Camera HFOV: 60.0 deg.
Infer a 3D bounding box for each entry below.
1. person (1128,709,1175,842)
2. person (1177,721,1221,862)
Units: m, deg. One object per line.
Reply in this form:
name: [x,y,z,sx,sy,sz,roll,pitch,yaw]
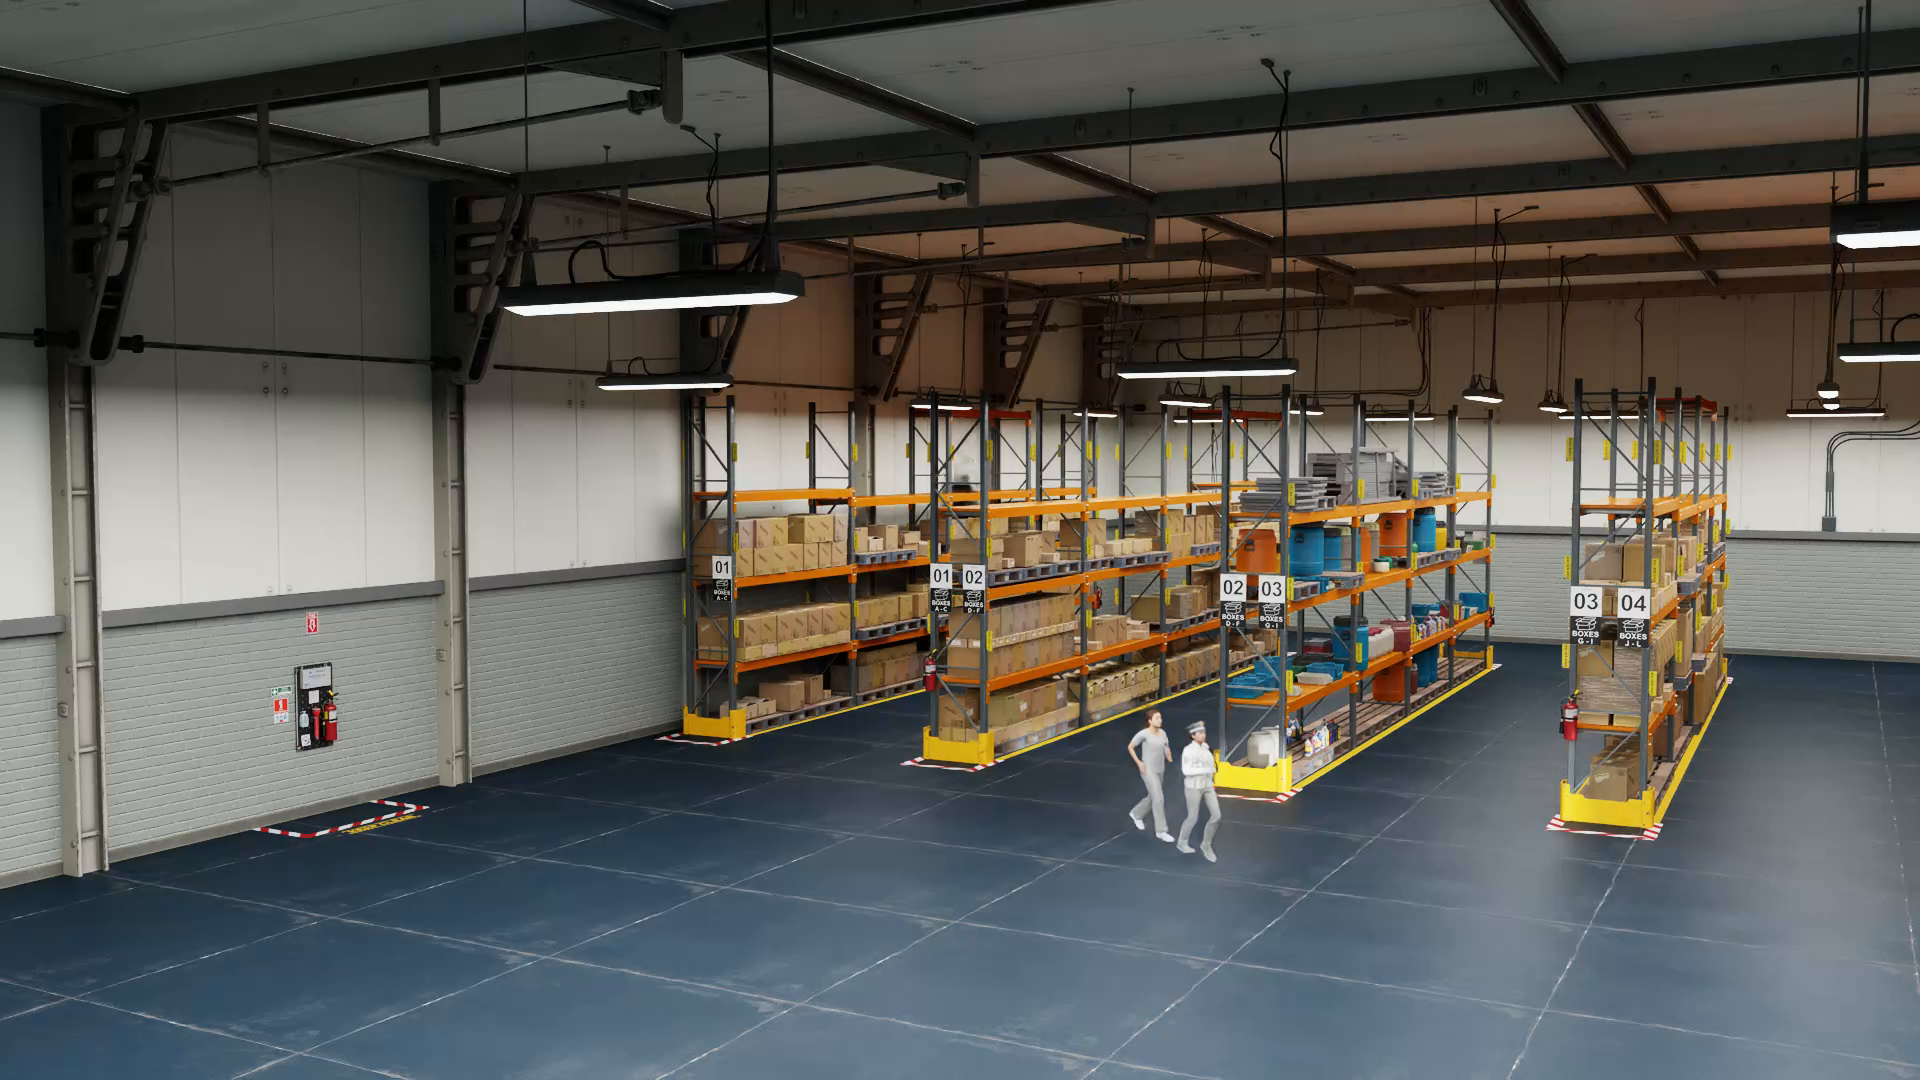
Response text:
person: [2.486,3.017,21.581,0.581,1.663,0.877,-2,4,-39]
person: [2.954,3.082,20.442,0.592,1.734,0.684,-2,4,-36]
